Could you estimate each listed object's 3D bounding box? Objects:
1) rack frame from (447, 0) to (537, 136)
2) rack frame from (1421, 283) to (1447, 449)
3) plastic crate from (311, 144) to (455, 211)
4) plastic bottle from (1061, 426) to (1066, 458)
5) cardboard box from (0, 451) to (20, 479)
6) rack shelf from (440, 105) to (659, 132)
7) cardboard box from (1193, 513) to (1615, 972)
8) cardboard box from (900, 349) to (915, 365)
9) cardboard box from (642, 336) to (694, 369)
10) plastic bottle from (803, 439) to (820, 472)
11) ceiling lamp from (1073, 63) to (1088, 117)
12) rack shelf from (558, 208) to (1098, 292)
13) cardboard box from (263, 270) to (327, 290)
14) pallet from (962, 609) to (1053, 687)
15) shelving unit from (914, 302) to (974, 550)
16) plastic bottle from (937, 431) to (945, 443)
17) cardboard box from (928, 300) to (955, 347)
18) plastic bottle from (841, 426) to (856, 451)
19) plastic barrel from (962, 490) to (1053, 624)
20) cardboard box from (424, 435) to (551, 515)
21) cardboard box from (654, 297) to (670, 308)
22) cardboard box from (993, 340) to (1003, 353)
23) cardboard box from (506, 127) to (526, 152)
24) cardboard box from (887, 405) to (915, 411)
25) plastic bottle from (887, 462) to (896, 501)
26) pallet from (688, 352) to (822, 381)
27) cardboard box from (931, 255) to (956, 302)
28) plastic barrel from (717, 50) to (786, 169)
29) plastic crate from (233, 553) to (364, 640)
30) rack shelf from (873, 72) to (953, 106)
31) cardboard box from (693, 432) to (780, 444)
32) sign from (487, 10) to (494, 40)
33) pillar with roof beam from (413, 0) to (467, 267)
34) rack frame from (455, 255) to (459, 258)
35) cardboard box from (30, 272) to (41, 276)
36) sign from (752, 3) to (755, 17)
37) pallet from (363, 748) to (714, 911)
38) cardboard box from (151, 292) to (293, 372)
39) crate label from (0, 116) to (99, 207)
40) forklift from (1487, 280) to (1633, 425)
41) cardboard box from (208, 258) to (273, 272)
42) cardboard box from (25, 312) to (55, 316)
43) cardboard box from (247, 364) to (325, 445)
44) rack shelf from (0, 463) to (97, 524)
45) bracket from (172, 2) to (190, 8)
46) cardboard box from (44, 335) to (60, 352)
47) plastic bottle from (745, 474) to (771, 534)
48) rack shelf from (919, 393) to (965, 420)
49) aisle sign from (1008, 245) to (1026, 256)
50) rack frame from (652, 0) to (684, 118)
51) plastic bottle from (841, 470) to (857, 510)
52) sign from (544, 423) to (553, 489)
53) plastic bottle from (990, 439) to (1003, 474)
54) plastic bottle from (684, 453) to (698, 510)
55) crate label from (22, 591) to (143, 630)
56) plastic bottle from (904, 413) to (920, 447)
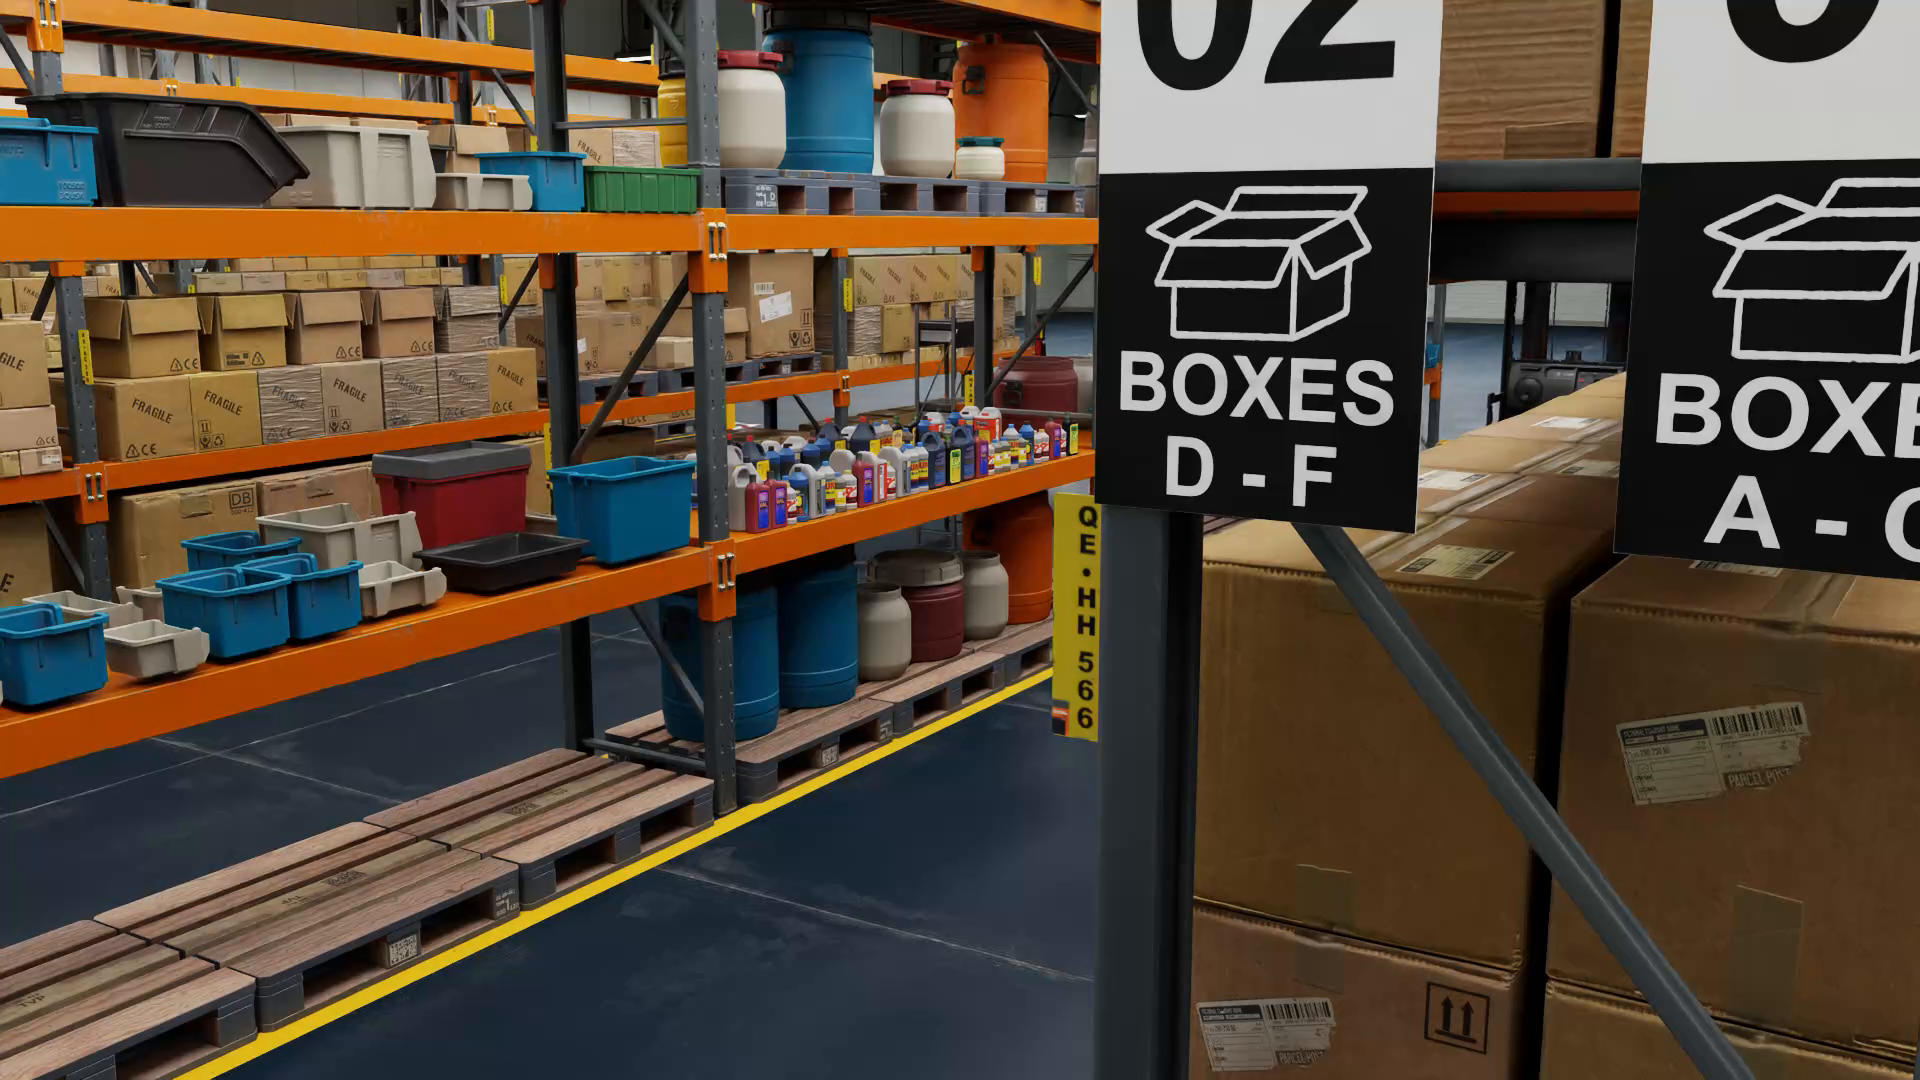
[{"bbox_3d":[-3.681,-4.270,13.225,1.000,3.000,0.127,6,12,31],"label":"rack frame"},{"bbox_3d":[4.705,-2.107,17.970,1.000,3.000,0.127,6,12,31],"label":"rack frame"},{"bbox_3d":[-2.404,-1.460,6.721,0.497,0.269,0.590,6,12,31],"label":"plastic crate"},{"bbox_3d":[0.631,-0.630,10.622,0.097,0.201,0.097,0,11,0],"label":"plastic bottle"},{"bbox_3d":[-5.770,-0.449,9.799,0.380,0.149,0.250,7,13,32],"label":"cardboard box"},{"bbox_3d":[-4.753,-5.154,20.984,1.077,0.370,4.000,6,12,31],"label":"rack shelf"},{"bbox_3d":[0.626,0.247,2.411,0.500,0.500,0.500,6,12,30],"label":"cardboard box"},{"bbox_3d":[-0.702,-1.988,18.018,0.380,0.149,0.250,6,12,31],"label":"cardboard box"},{"bbox_3d":[-2.614,-1.696,15.042,0.500,0.250,0.500,6,12,29],"label":"cardboard box"},{"bbox_3d":[-0.838,-0.434,9.387,0.097,0.271,0.097,0,11,0],"label":"plastic bottle"},{"bbox_3d":[4.255,-13.451,46.402,2.000,3.185,0.800,6,12,31],"label":"ceiling lamp"},{"bbox_3d":[-0.486,-1.655,9.359,1.077,0.370,4.000,6,12,31],"label":"rack shelf"},{"bbox_3d":[-7.100,-2.582,17.521,0.700,0.500,0.500,6,12,30],"label":"cardboard box"},{"bbox_3d":[0.178,0.650,10.822,1.003,0.211,1.213,6,12,31],"label":"pallet"},{"bbox_3d":[-0.086,-1.006,14.536,0.431,2.100,0.503,6,12,31],"label":"shelving unit"},{"bbox_3d":[-0.106,-0.492,9.660,0.061,0.283,0.133,6,12,31],"label":"plastic bottle"},{"bbox_3d":[-0.560,-2.449,18.719,0.875,0.500,0.500,6,12,31],"label":"cardboard box"},{"bbox_3d":[-0.669,-0.532,9.897,0.152,0.276,0.135,6,12,31],"label":"plastic bottle"},{"bbox_3d":[0.313,0.090,10.990,0.600,0.830,0.708,6,12,31],"label":"plastic barrel"},{"bbox_3d":[-4.057,-0.377,13.364,1.225,0.875,0.875,6,12,28],"label":"cardboard box"},{"bbox_3d":[-4.135,-2.992,22.291,0.875,0.550,0.550,6,12,31],"label":"cardboard box"},{"bbox_3d":[0.285,-2.308,19.729,0.380,0.149,0.250,6,12,31],"label":"cardboard box"},{"bbox_3d":[-3.647,-3.190,13.974,0.500,0.500,0.500,7,13,32],"label":"cardboard box"},{"bbox_3d":[-0.489,-1.267,19.137,0.500,0.500,0.500,8,13,36],"label":"cardboard box"},{"bbox_3d":[-0.395,-0.319,8.963,0.097,0.201,0.097,0,11,0],"label":"plastic bottle"},{"bbox_3d":[-2.126,-1.750,16.587,1.003,0.211,1.213,6,12,31],"label":"pallet"},{"bbox_3d":[-0.385,-2.921,18.523,0.500,0.500,0.500,6,12,31],"label":"cardboard box"},{"bbox_3d":[-1.037,-2.026,7.876,0.433,0.535,0.433,0,11,0],"label":"plastic barrel"},{"bbox_3d":[-2.353,0.201,5.936,0.416,0.233,0.300,6,12,31],"label":"plastic crate"},{"bbox_3d":[-0.566,-4.859,18.331,1.077,0.370,4.000,6,12,31],"label":"rack shelf"},{"bbox_3d":[-2.205,-0.771,16.430,0.700,0.500,0.500,6,12,30],"label":"cardboard box"},{"bbox_3d":[-5.321,-5.837,18.841,0.100,0.325,0.005,6,12,31],"label":"sign"},{"bbox_3d":[-6.579,-7.458,30.251,9.100,9.000,0.548,6,12,31],"label":"pillar with roof beam"},{"bbox_3d":[-7.997,-3.527,25.554,1.000,3.000,0.127,6,12,31],"label":"rack frame"},{"bbox_3d":[-13.899,-3.907,24.744,0.380,0.149,0.250,7,13,32],"label":"cardboard box"},{"bbox_3d":[-2.059,-5.452,16.784,0.100,0.325,0.005,6,12,31],"label":"sign"},{"bbox_3d":[-1.873,1.271,7.508,1.003,0.211,1.213,6,12,31],"label":"pallet"},{"bbox_3d":[-5.067,-1.443,11.426,0.797,0.503,0.637,7,12,31],"label":"cardboard box"},{"bbox_3d":[-2.846,-1.106,4.876,0.408,0.251,0.502,6,12,31],"label":"crate label"},{"bbox_3d":[5.087,-1.350,14.112,1.130,2.935,3.031,7,13,32],"label":"forklift"},{"bbox_3d":[-9.660,-3.633,22.324,0.700,0.500,0.500,6,12,30],"label":"cardboard box"},{"bbox_3d":[-8.542,-2.052,15.602,0.380,0.149,0.250,6,12,30],"label":"cardboard box"},{"bbox_3d":[-4.785,-0.948,11.509,0.500,0.500,0.500,6,12,29],"label":"cardboard box"},{"bbox_3d":[-6.796,-0.024,8.802,1.077,0.370,4.000,6,12,31],"label":"rack shelf"},{"bbox_3d":[-12.855,-8.726,27.243,0.235,0.232,0.430,6,12,31],"label":"bracket"},{"bbox_3d":[-8.268,-1.757,14.837,0.380,0.149,0.250,6,12,30],"label":"cardboard box"},{"bbox_3d":[-0.970,-0.179,7.990,0.061,0.283,0.133,6,12,31],"label":"plastic bottle"},{"bbox_3d":[-0.086,-0.993,14.539,0.431,0.518,0.480,6,12,31],"label":"rack shelf"},{"bbox_3d":[0.761,-3.839,20.157,0.394,0.787,0.004,6,12,31],"label":"aisle sign"},{"bbox_3d":[-3.714,-6.018,22.561,1.000,3.000,0.127,6,12,31],"label":"rack frame"},{"bbox_3d":[-0.584,-0.262,8.656,0.097,0.201,0.097,0,11,0],"label":"plastic bottle"},{"bbox_3d":[-1.994,-0.408,8.146,0.100,0.325,0.005,6,12,31],"label":"sign"},{"bbox_3d":[0.208,-0.502,9.938,0.097,0.201,0.097,0,11,0],"label":"plastic bottle"},{"bbox_3d":[-1.407,-0.309,8.703,0.152,0.276,0.135,6,12,31],"label":"plastic bottle"},{"bbox_3d":[-3.046,0.274,5.807,0.396,0.136,0.243,6,12,31],"label":"crate label"},{"bbox_3d":[-0.298,-0.664,10.583,0.061,0.283,0.133,6,12,31],"label":"plastic bottle"}]
